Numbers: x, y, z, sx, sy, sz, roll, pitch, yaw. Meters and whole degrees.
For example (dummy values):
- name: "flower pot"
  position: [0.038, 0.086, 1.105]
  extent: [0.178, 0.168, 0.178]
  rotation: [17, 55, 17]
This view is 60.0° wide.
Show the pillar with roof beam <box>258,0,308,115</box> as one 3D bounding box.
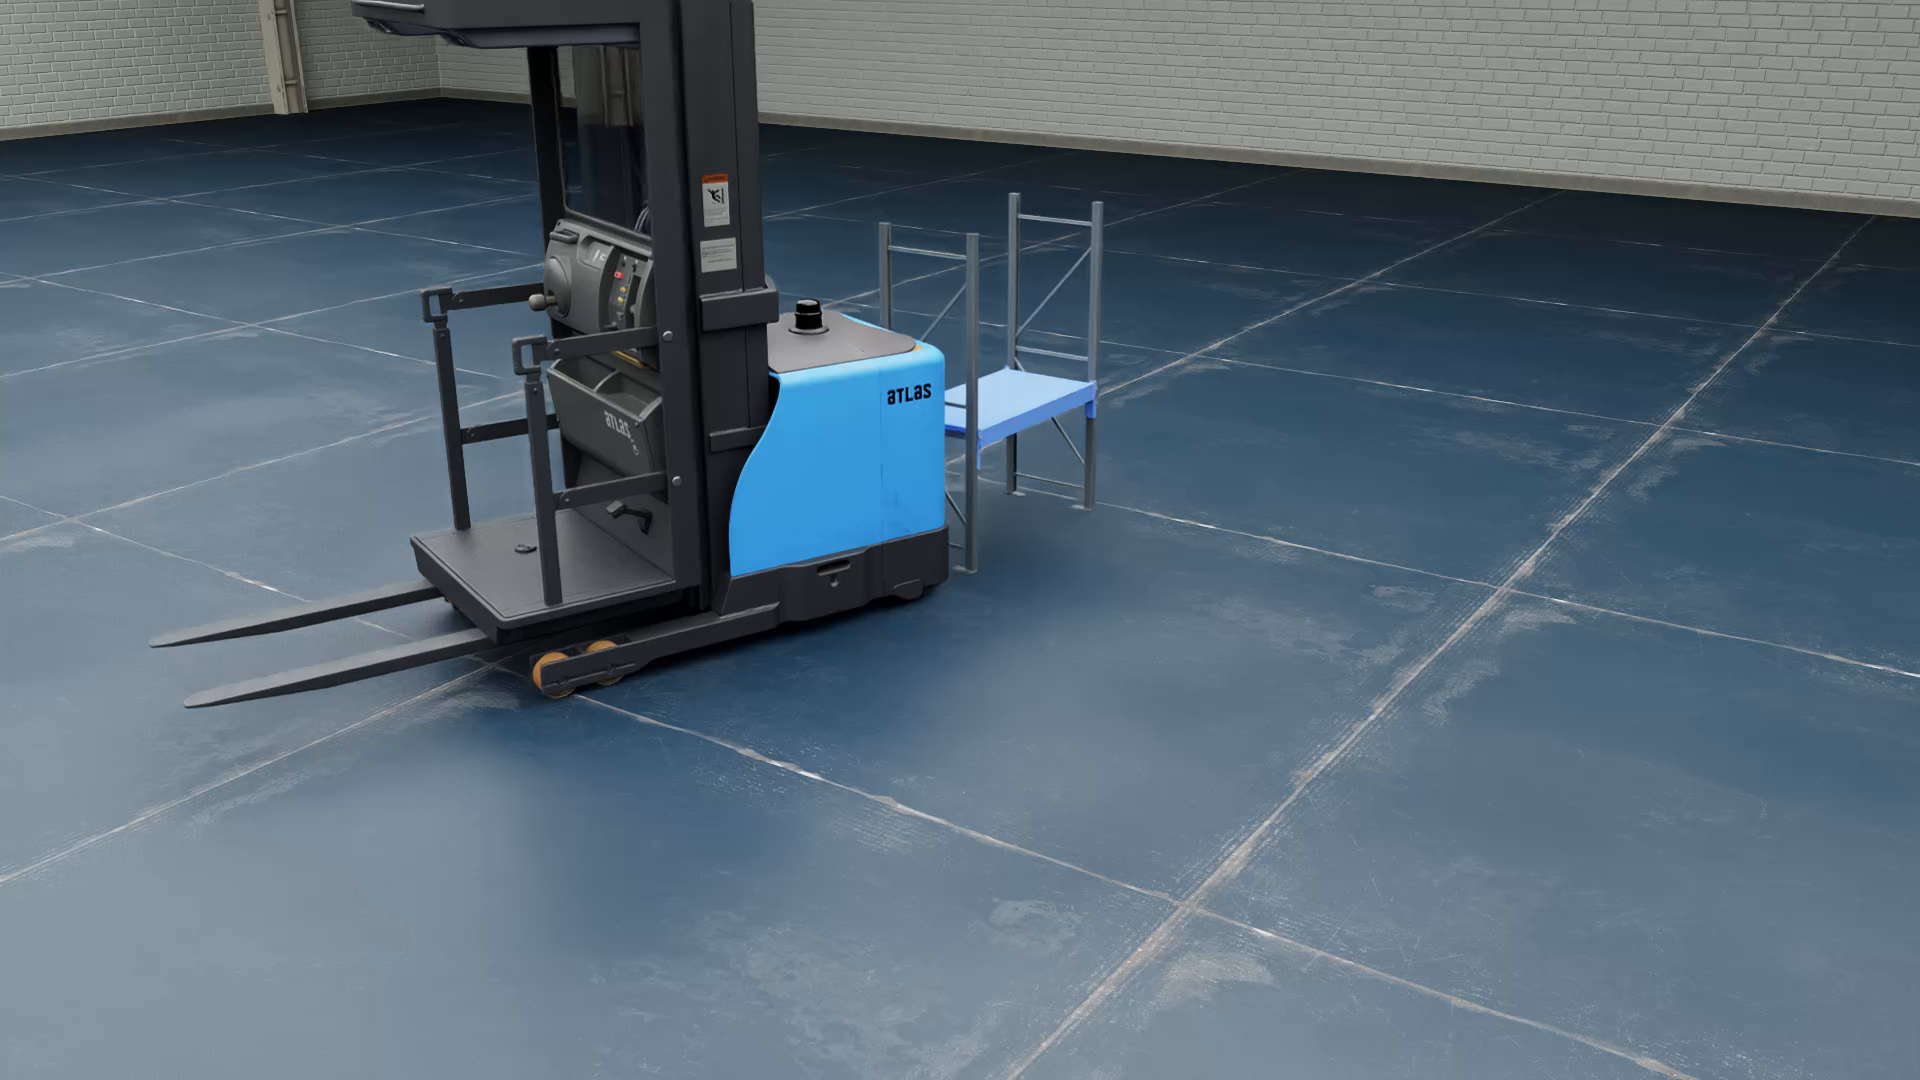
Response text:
- name: "pillar with roof beam"
  position: [-6.665, -9.911, 21.588]
  extent: [9.100, 9.000, 0.400]
  rotation: [13, 24, 32]

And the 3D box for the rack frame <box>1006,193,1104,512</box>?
- name: "rack frame"
  position: [0.446, -0.895, 8.023]
  extent: [0.500, 1.500, 0.032]
  rotation: [14, 24, 32]

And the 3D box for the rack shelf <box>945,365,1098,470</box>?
- name: "rack shelf"
  position: [0.155, -0.582, 7.695]
  extent: [0.538, 0.185, 1.000]
  rotation: [14, 24, 32]

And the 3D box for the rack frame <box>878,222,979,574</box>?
- name: "rack frame"
  position: [-0.136, -0.606, 7.241]
  extent: [0.500, 1.500, 0.032]
  rotation: [14, 24, 32]

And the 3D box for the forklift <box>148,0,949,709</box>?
- name: "forklift"
  position: [-1.551, -0.996, 6.232]
  extent: [3.031, 2.935, 1.130]
  rotation: [-13, 24, -32]

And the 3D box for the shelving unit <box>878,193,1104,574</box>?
- name: "shelving unit"
  position: [0.155, -0.751, 7.632]
  extent: [0.538, 1.500, 1.048]
  rotation: [14, 24, 32]
